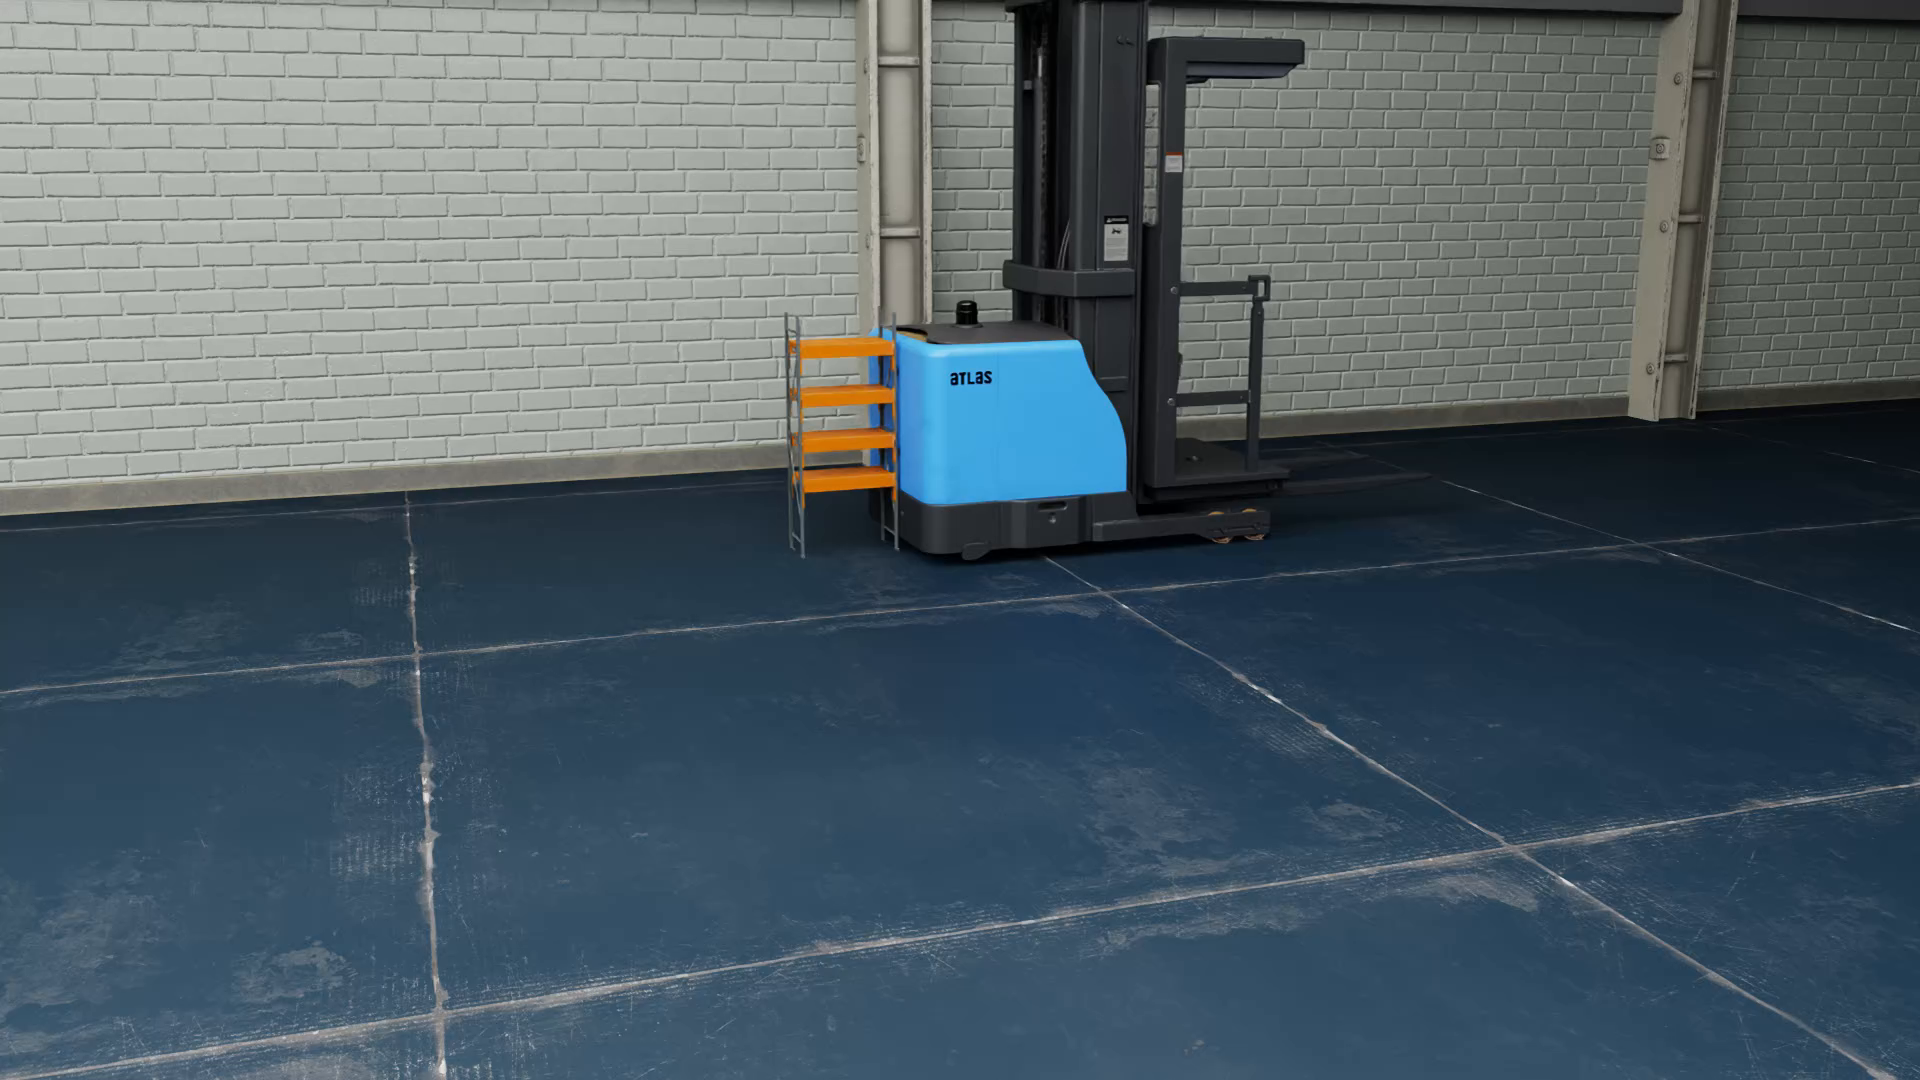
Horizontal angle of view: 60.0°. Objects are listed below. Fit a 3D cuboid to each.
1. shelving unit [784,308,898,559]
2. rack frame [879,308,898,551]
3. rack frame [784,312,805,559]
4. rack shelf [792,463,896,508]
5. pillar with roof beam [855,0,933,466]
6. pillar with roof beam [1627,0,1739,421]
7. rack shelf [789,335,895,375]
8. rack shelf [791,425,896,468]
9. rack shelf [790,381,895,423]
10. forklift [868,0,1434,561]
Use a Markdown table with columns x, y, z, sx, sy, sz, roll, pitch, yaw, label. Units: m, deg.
| x | y | z | sx | sy | sz | roll | pitch | yaw | label |
| --- | --- | --- | --- | --- | --- | --- | --- | --- | --- |
| -0.589 | -0.534 | 8.295 | 0.503 | 1.200 | 0.258 | -5 | 14 | -20 | shelving unit |
| -0.360 | -0.554 | 8.378 | 0.015 | 1.200 | 0.240 | -5 | 14 | -20 | rack frame |
| -0.818 | -0.514 | 8.213 | 0.015 | 1.200 | 0.240 | -5 | 14 | -20 | rack frame |
| -0.589 | -0.275 | 8.357 | 0.480 | 0.148 | 0.258 | -5 | 14 | -20 | rack shelf |
| 0.970 | -3.920 | 5.677 | 0.400 | 9.000 | 9.100 | -4 | 14 | -18 | pillar with roof beam |
| 6.656 | -4.363 | 7.539 | 0.400 | 9.000 | 9.100 | -4 | 14 | -18 | pillar with roof beam |
| -0.589 | -0.916 | 8.204 | 0.480 | 0.148 | 0.258 | -5 | 14 | -20 | rack shelf |
| -0.589 | -0.469 | 8.311 | 0.480 | 0.148 | 0.258 | -5 | 14 | -20 | rack shelf |
| -0.589 | -0.686 | 8.259 | 0.480 | 0.148 | 0.258 | -5 | 14 | -20 | rack shelf |
| 1.081 | -1.515 | 8.678 | 3.031 | 2.935 | 1.130 | -5 | 14 | -20 | forklift |
